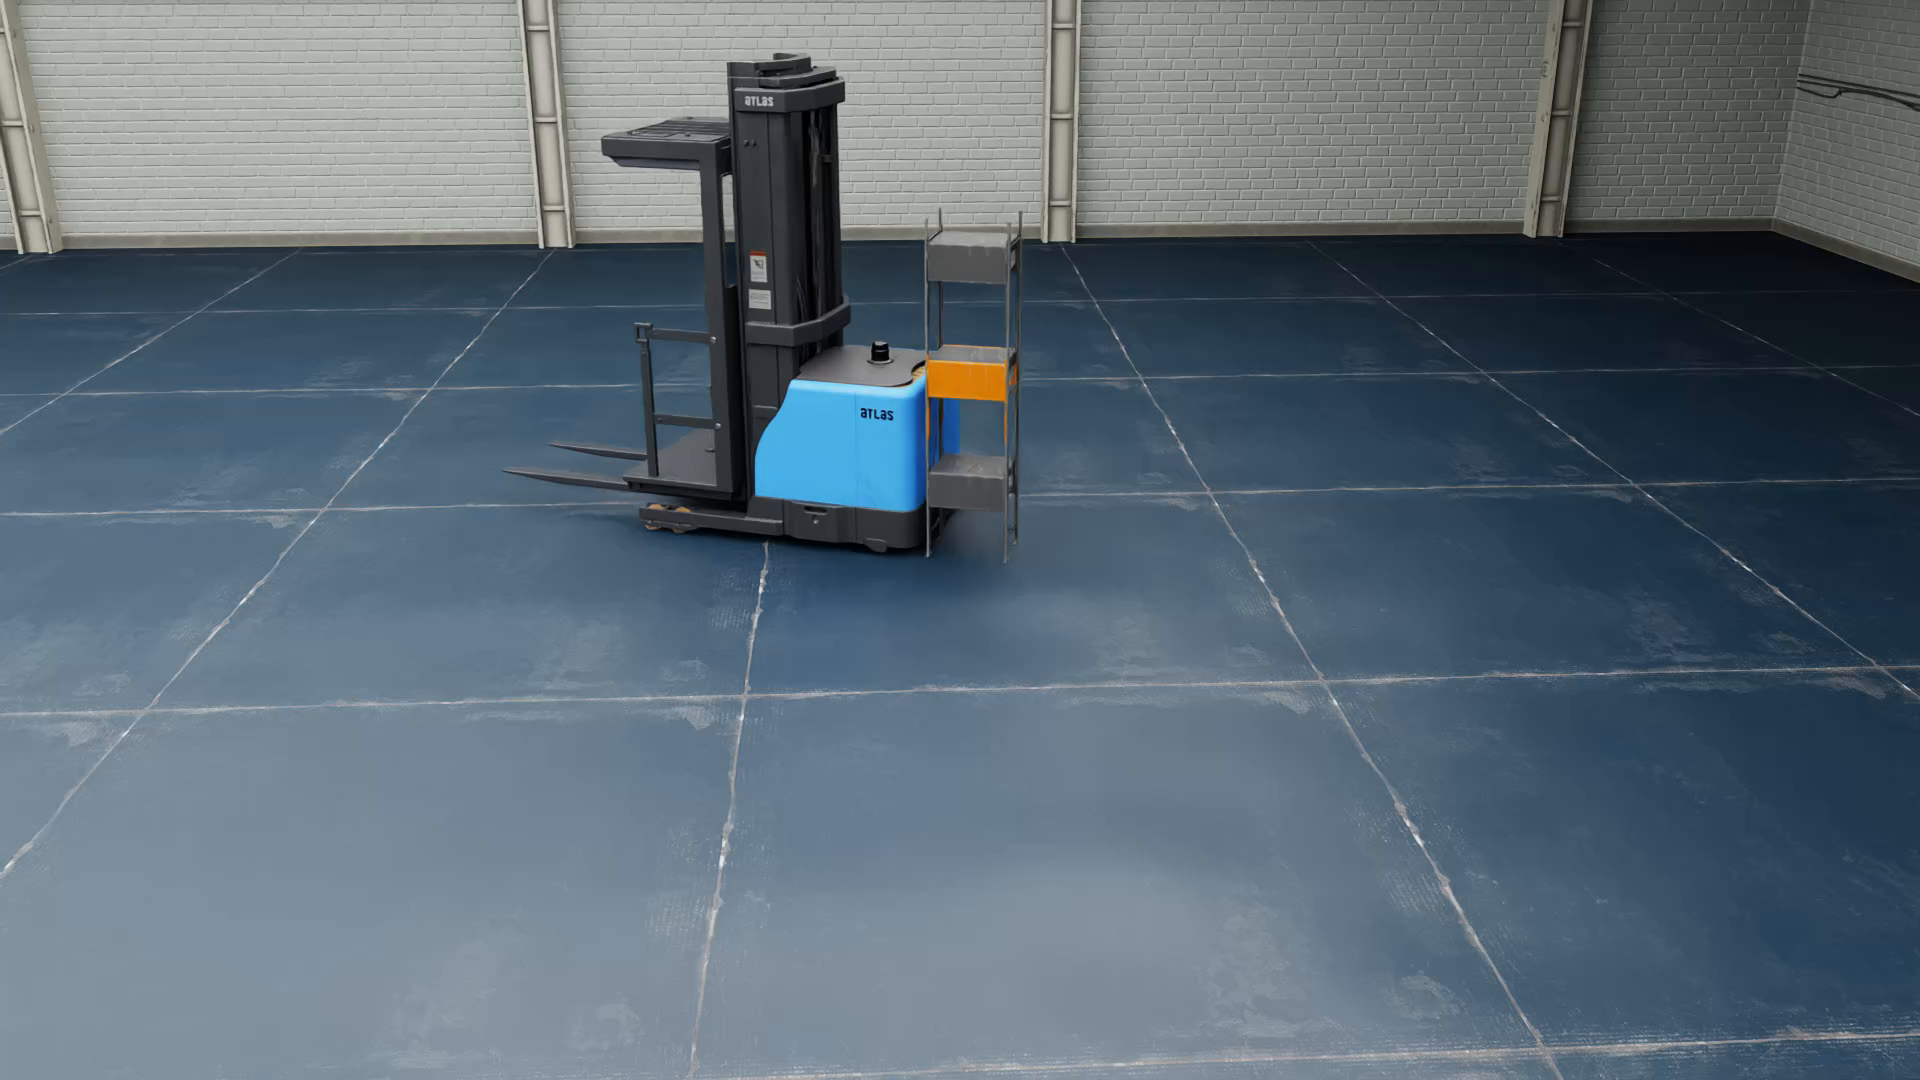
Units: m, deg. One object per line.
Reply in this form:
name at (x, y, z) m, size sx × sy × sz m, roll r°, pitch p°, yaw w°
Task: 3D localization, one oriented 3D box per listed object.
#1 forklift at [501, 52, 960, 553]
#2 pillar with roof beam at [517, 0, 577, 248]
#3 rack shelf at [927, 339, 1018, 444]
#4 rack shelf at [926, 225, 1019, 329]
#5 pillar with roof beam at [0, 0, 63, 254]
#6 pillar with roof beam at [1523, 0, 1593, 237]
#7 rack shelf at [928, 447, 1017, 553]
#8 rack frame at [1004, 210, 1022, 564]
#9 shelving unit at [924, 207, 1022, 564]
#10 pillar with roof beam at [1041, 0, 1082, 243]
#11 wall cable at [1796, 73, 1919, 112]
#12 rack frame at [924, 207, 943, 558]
forklift at (-1.563, -1.582, 10.658) m, size 3.031 × 2.935 × 1.130 m, roll 7°, pitch 22°, yaw 17°
pillar with roof beam at (-4.555, -6.193, 14.241) m, size 0.400 × 9.000 × 9.100 m, roll -1°, pitch 21°, yaw -3°
rack shelf at (0.081, -0.907, 10.091) m, size 0.480 × 0.518 × 0.431 m, roll 4°, pitch 21°, yaw 11°
rack shelf at (0.081, -1.561, 9.842) m, size 0.480 × 0.518 × 0.431 m, roll 4°, pitch 21°, yaw 11°
pillar with roof beam at (-10.545, -6.071, 13.920) m, size 0.400 × 9.000 × 9.100 m, roll -1°, pitch 21°, yaw -3°
pillar with roof beam at (7.426, -6.437, 14.881) m, size 0.400 × 9.000 × 9.100 m, roll -1°, pitch 21°, yaw -3°
rack shelf at (0.081, -0.253, 10.340) m, size 0.480 × 0.518 × 0.431 m, roll 4°, pitch 21°, yaw 11°
rack frame at (0.320, -0.901, 10.038) m, size 0.015 × 2.100 × 0.400 m, roll 4°, pitch 21°, yaw 11°
shelving unit at (0.081, -0.920, 10.086) m, size 0.503 × 2.100 × 0.431 m, roll 4°, pitch 21°, yaw 11°
pillar with roof beam at (1.436, -6.315, 14.561) m, size 0.400 × 9.000 × 9.100 m, roll -1°, pitch 21°, yaw -3°
wall cable at (10.197, -6.105, 18.373) m, size 0.112 × 2.526 × 3.097 m, roll -1°, pitch 21°, yaw -3°
rack frame at (-0.157, -0.938, 10.134) m, size 0.015 × 2.100 × 0.400 m, roll 4°, pitch 21°, yaw 11°
